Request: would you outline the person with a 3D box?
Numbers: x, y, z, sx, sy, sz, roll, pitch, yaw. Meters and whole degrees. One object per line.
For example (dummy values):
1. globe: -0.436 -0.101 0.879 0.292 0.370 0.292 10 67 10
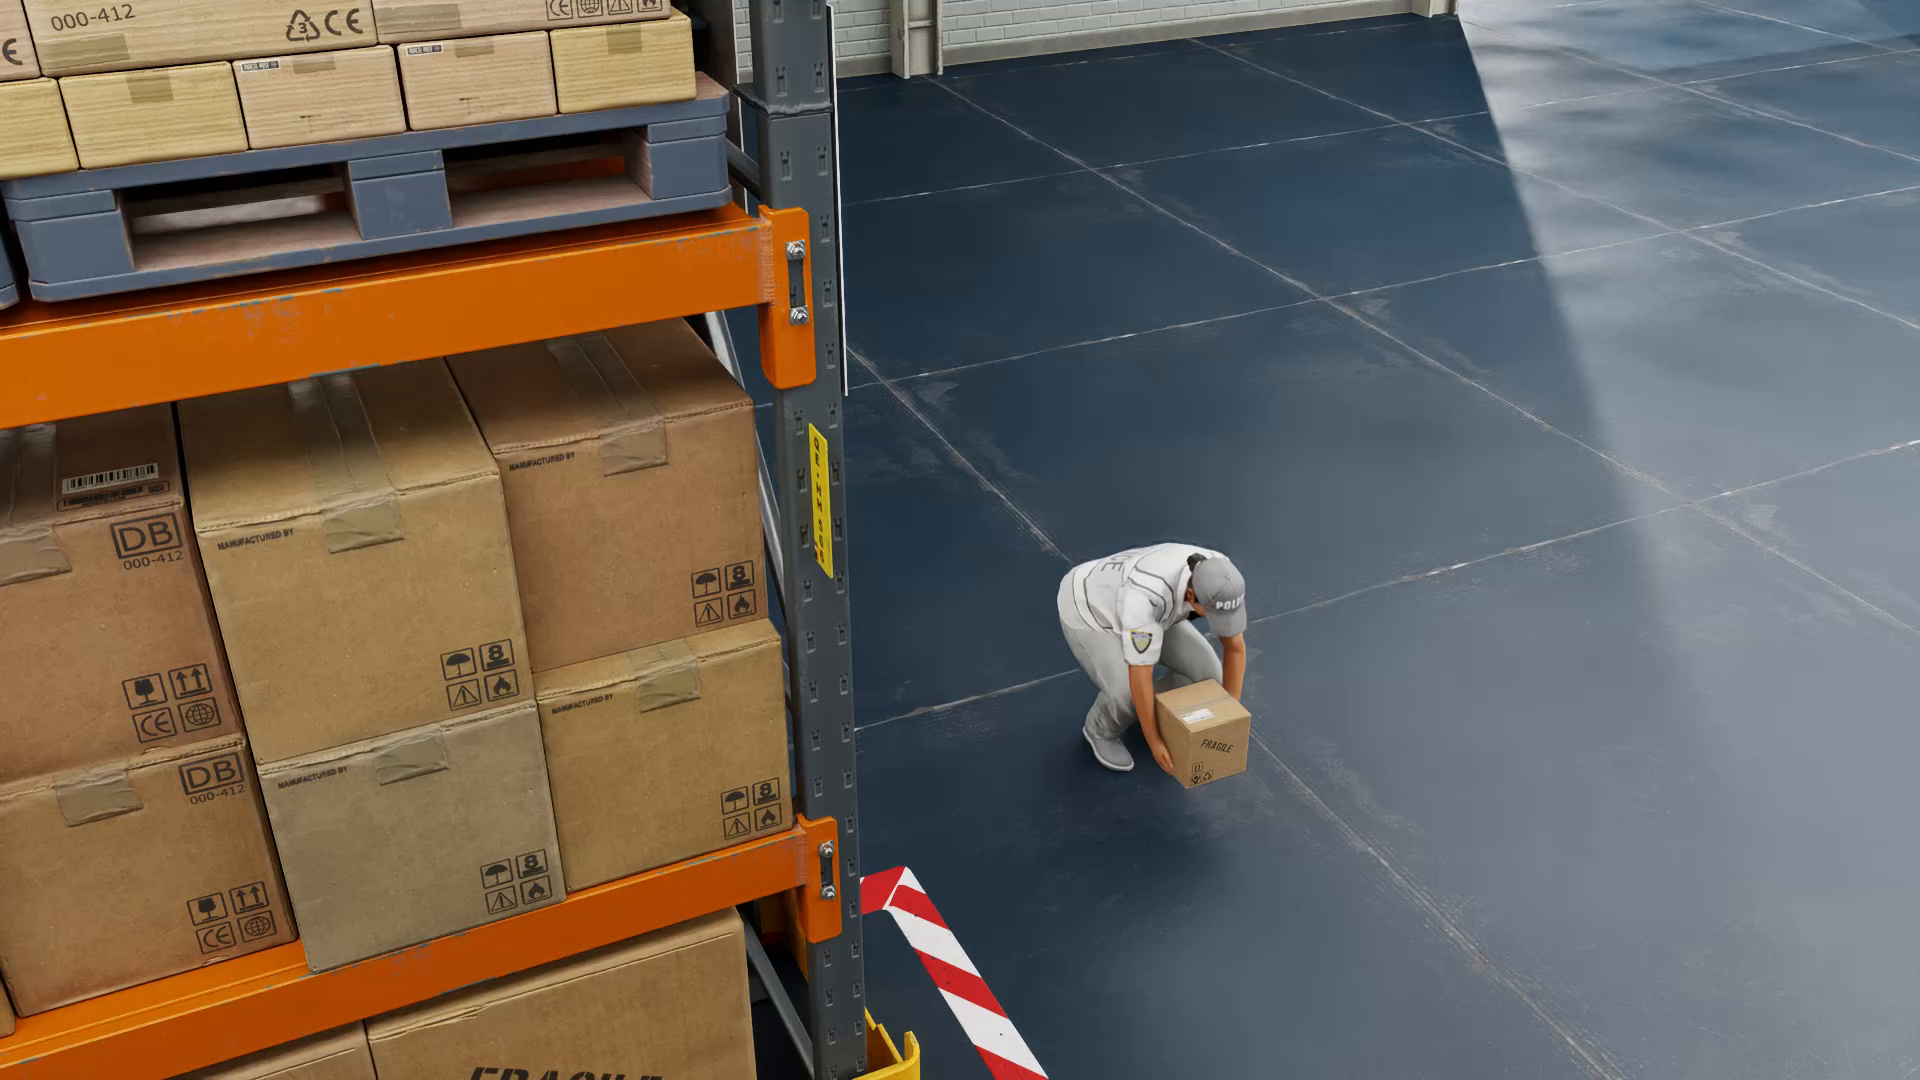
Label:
1. person: 0.724 0.408 6.156 0.516 0.935 0.856 -13 32 -22
